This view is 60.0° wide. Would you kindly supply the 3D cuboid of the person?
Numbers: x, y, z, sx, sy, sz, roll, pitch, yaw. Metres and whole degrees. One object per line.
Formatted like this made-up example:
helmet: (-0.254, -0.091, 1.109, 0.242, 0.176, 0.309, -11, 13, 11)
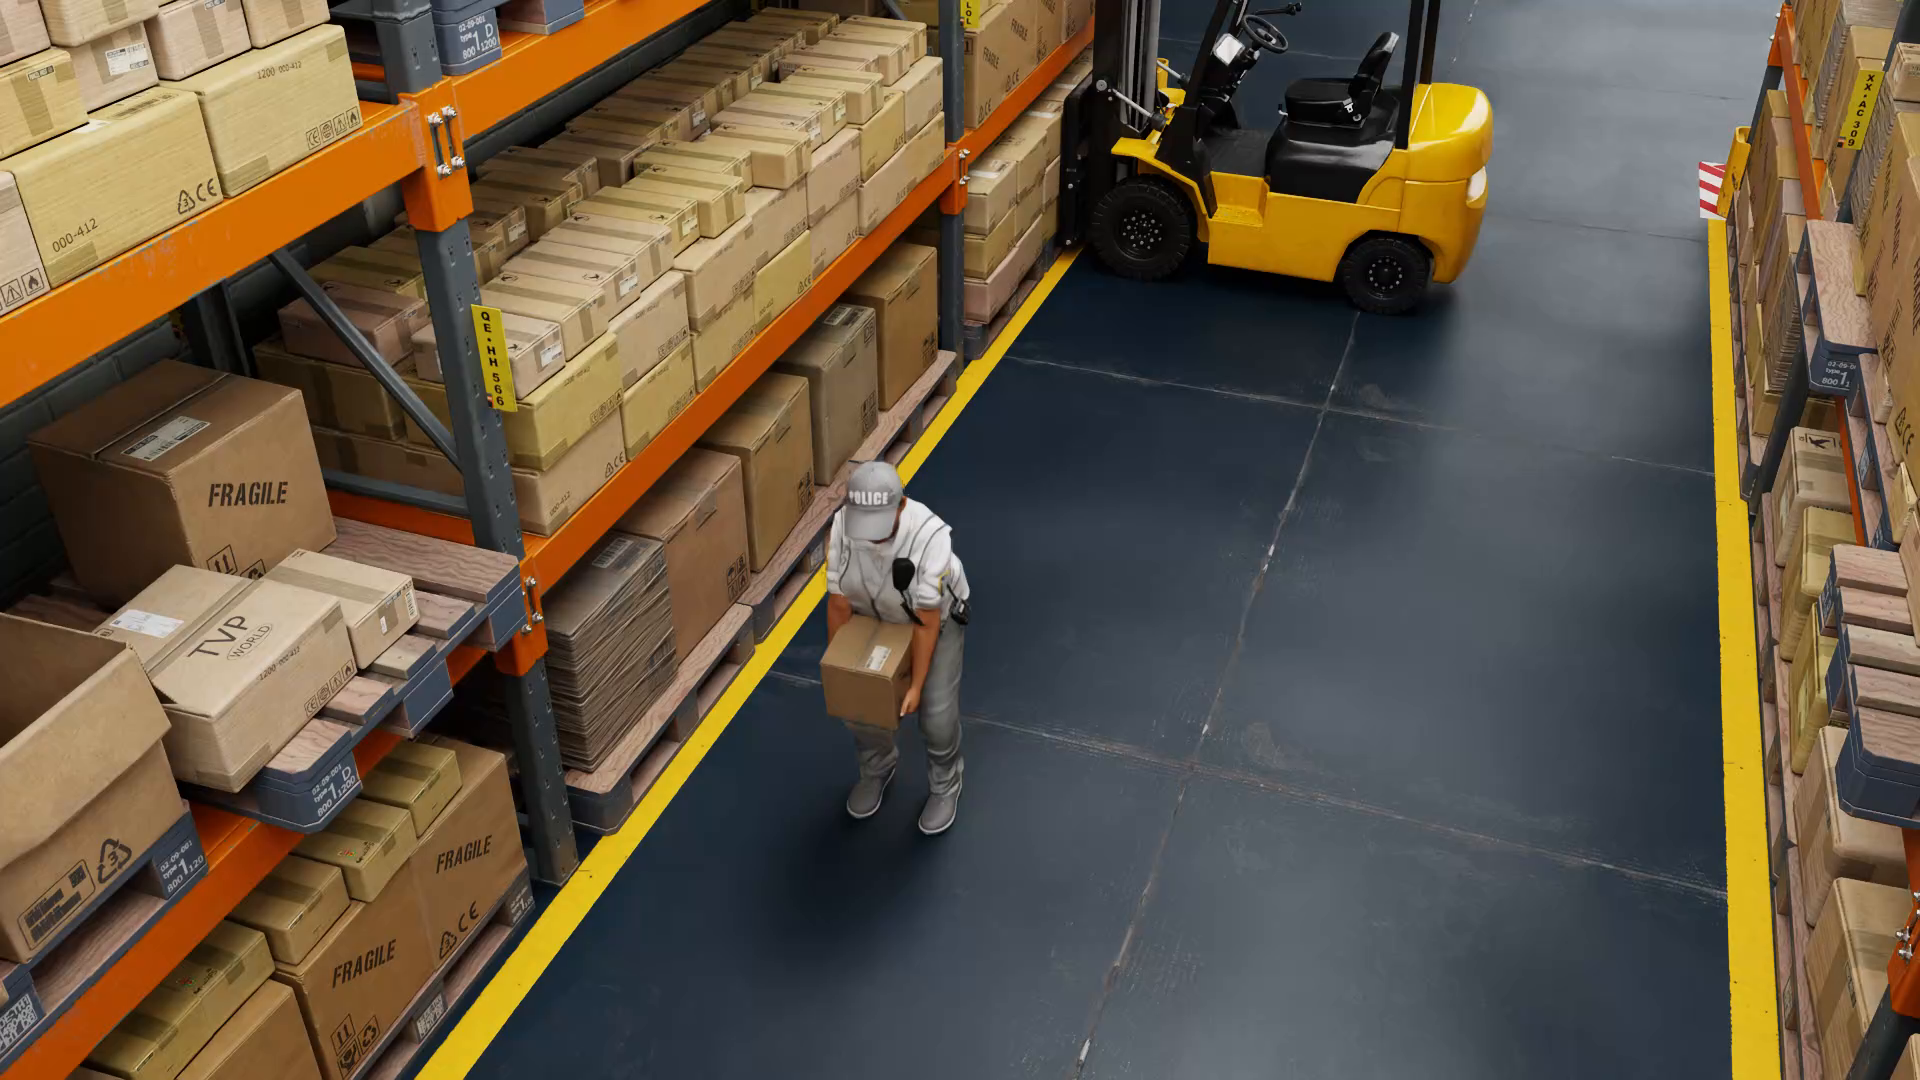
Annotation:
person: (-0.223, 0.355, 5.673, 0.452, 1.595, 0.652, 11, 35, 16)
